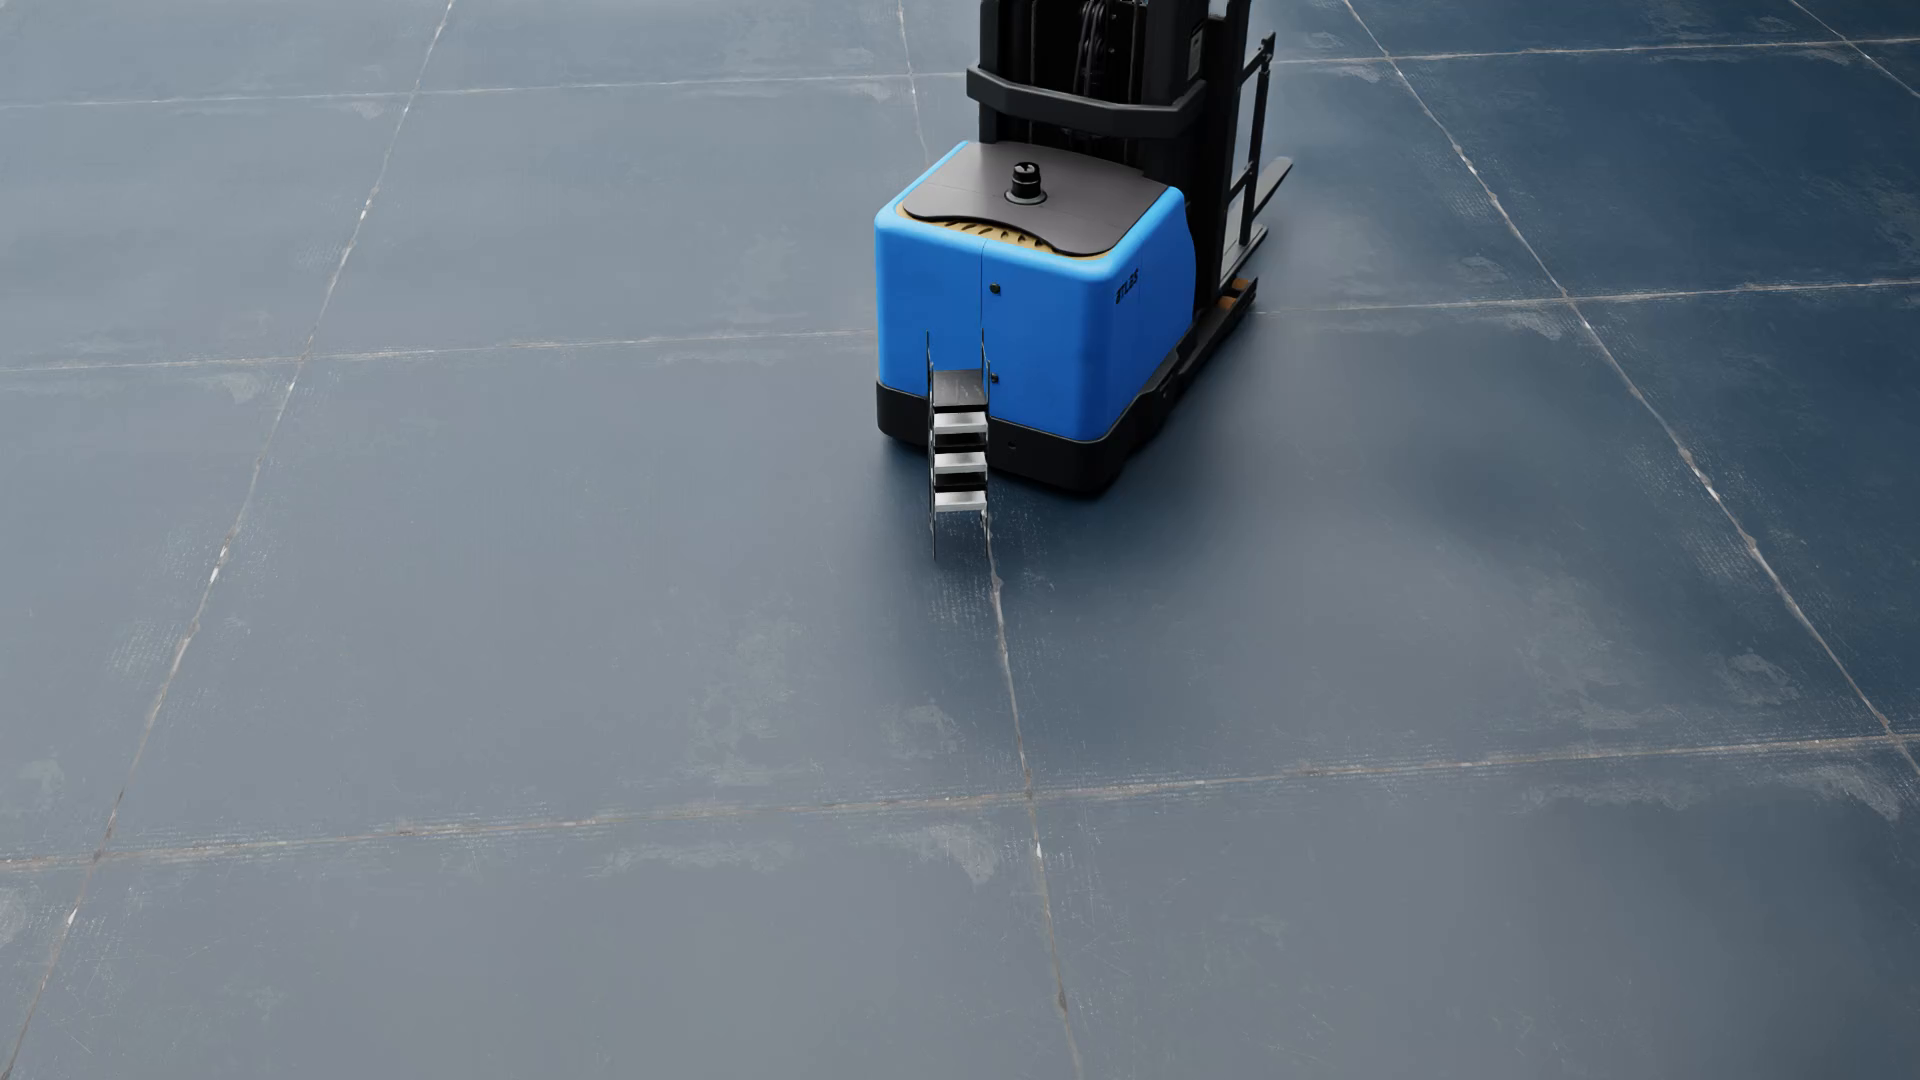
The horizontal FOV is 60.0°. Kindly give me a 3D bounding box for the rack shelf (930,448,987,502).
[{"bbox_3d":[-0.008,-0.256,6.392,0.200,0.077,0.258,-3,38,-4],"label":"rack shelf"}]

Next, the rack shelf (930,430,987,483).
[{"bbox_3d":[-0.008,-0.327,6.336,0.200,0.077,0.258,-3,38,-4],"label":"rack shelf"}]

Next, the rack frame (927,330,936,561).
[{"bbox_3d":[-0.109,-0.347,6.308,0.006,0.900,0.240,-3,38,-4],"label":"rack frame"}]

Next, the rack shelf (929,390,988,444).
[{"bbox_3d":[-0.008,-0.468,6.224,0.200,0.077,0.258,-3,38,-4],"label":"rack shelf"}]

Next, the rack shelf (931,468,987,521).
[{"bbox_3d":[-0.008,-0.185,6.447,0.200,0.077,0.258,-3,38,-4],"label":"rack shelf"}]

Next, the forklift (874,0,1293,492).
[{"bbox_3d":[0.768,-2.249,7.078,1.130,2.935,3.031,18,42,21],"label":"forklift"}]

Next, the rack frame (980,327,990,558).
[{"bbox_3d":[0.093,-0.358,6.322,0.006,0.900,0.240,-3,38,-4],"label":"rack frame"}]

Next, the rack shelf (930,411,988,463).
[{"bbox_3d":[-0.008,-0.397,6.280,0.200,0.077,0.258,-3,38,-4],"label":"rack shelf"}]

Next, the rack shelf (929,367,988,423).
[{"bbox_3d":[-0.008,-0.539,6.169,0.200,0.077,0.258,-3,38,-4],"label":"rack shelf"}]

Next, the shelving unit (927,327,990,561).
[{"bbox_3d":[-0.008,-0.353,6.315,0.210,0.900,0.258,-3,38,-4],"label":"shelving unit"}]
